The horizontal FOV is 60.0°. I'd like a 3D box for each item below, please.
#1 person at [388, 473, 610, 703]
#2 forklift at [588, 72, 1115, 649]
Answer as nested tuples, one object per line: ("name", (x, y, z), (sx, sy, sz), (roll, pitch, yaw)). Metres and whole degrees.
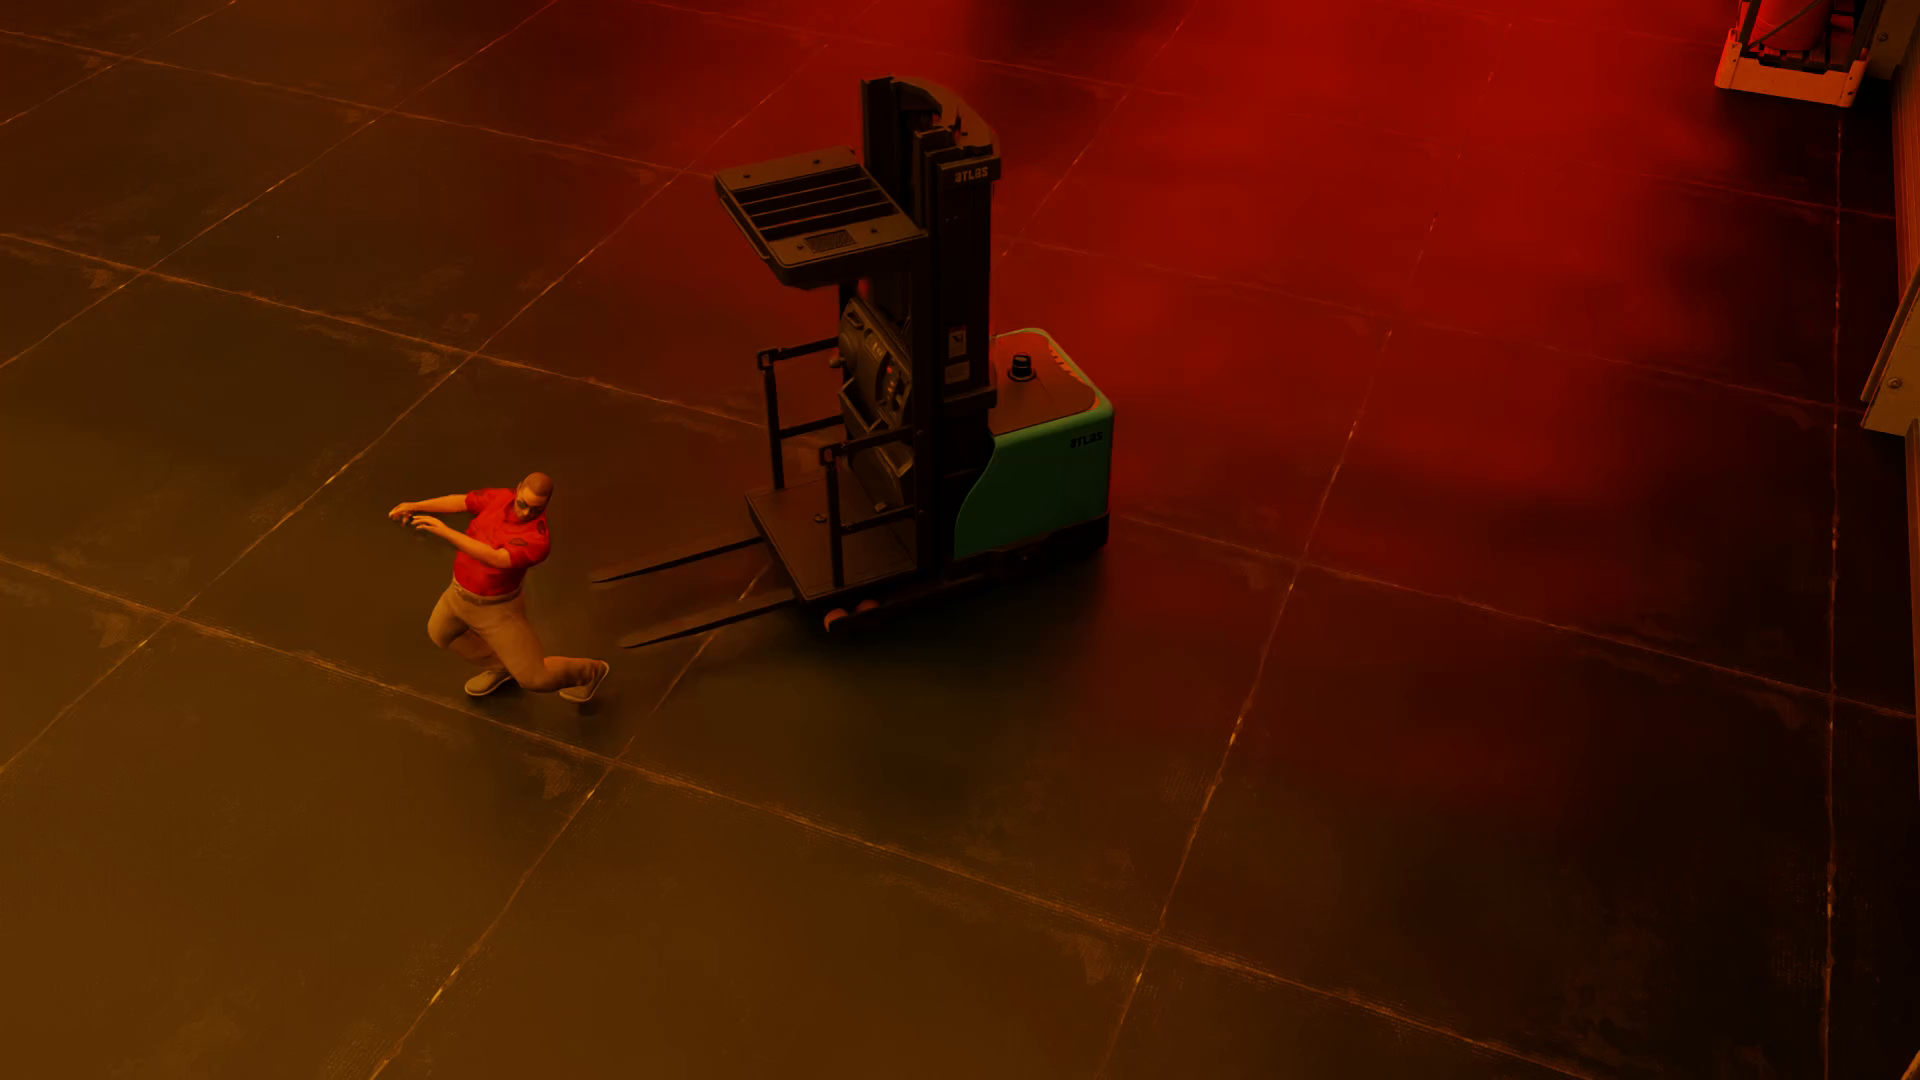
("person", (-2.550, 0.258, 8.807), (1.079, 1.496, 0.700), (26, 46, 27))
("forklift", (-0.653, -0.951, 9.142), (3.031, 2.935, 1.130), (-16, 43, -19))
